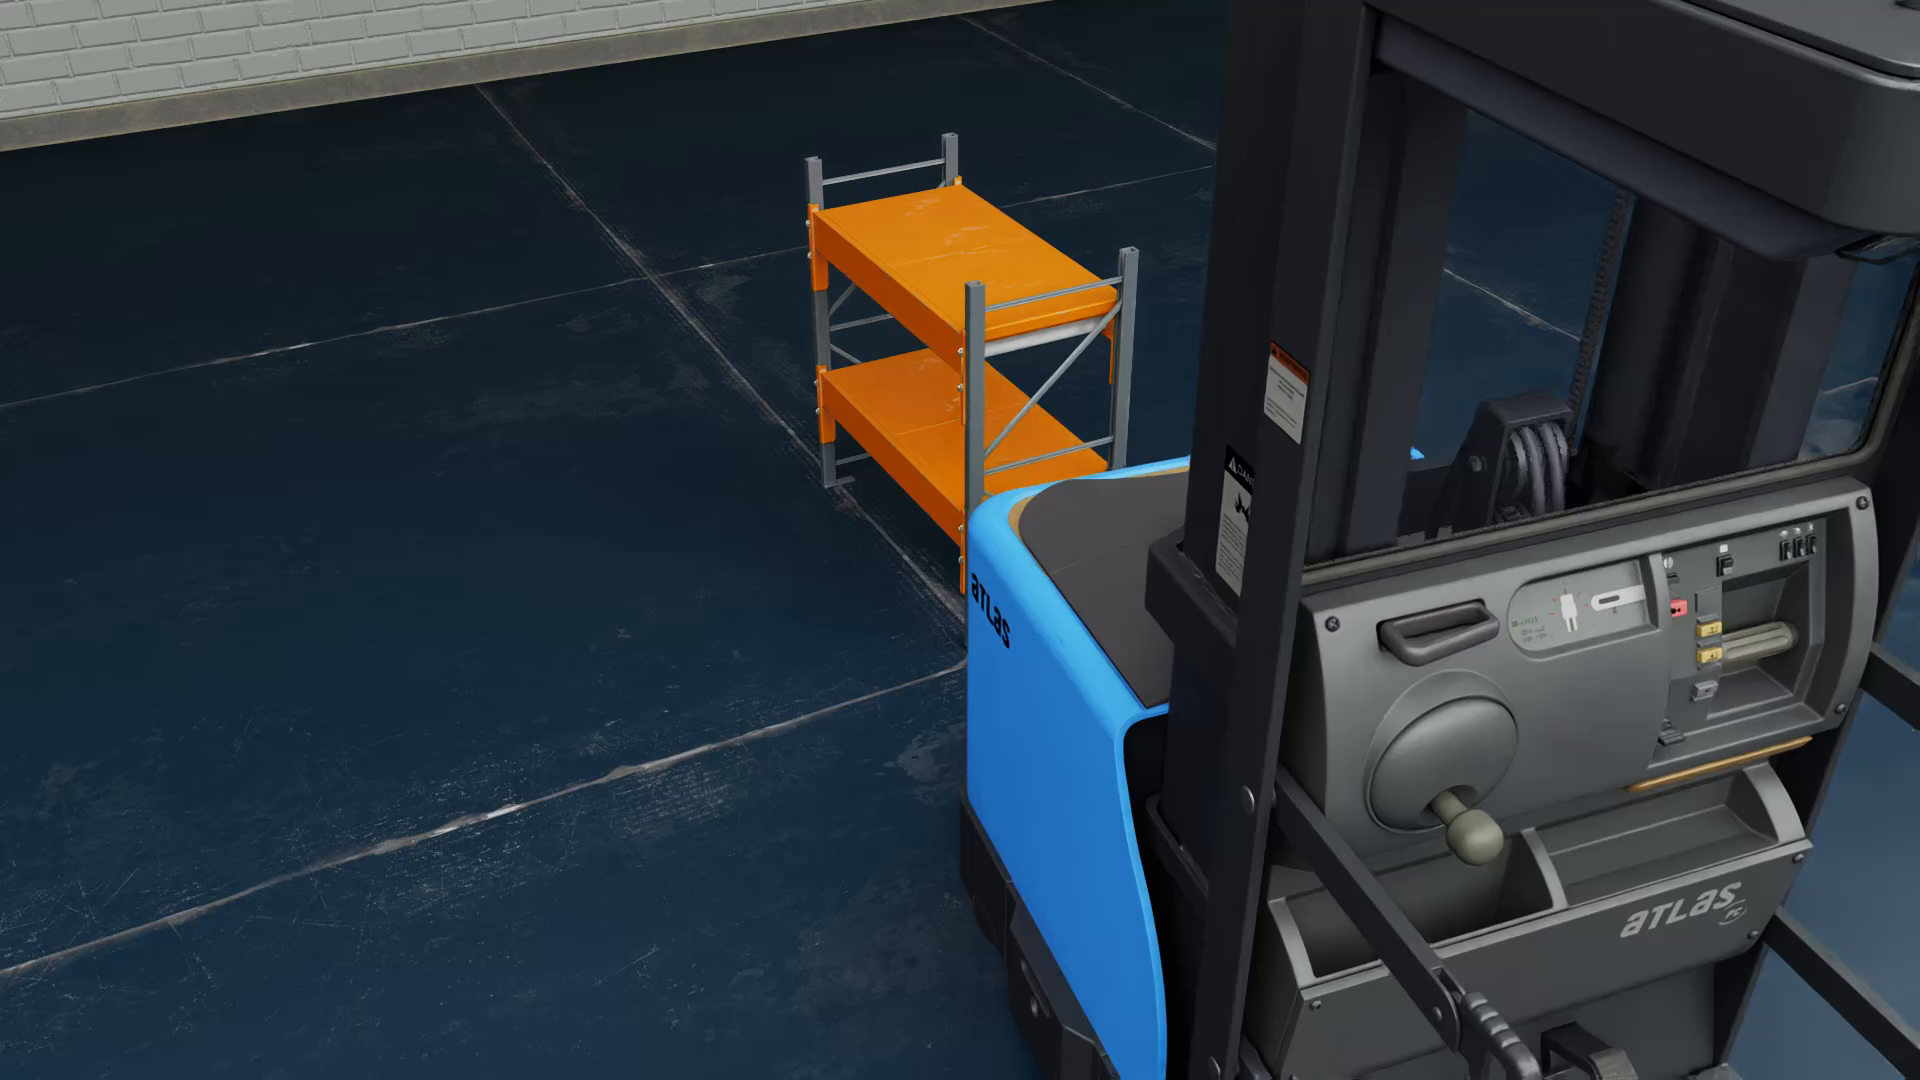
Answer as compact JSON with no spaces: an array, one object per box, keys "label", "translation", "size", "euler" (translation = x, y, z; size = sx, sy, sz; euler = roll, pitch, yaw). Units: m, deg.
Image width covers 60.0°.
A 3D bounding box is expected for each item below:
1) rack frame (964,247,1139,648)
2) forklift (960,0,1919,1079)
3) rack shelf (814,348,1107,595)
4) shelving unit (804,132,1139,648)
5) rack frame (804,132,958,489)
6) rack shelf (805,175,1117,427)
[{"label":"rack frame","translation":[0.240,-0.228,4.563],"size":[0.500,1.125,0.032],"euler":[-16,36,-23]},{"label":"forklift","translation":[0.982,0.236,2.164],"size":[1.130,2.935,3.031],"euler":[-11,34,-17]},{"label":"rack shelf","translation":[0.003,-0.265,5.073],"size":[0.538,0.278,1.000],"euler":[-16,36,-23]},{"label":"shelving unit","translation":[0.003,-0.470,4.942],"size":[0.538,1.125,1.048],"euler":[-16,36,-23]},{"label":"rack frame","translation":[-0.234,-0.713,5.320],"size":[0.500,1.125,0.032],"euler":[-16,36,-23]},{"label":"rack shelf","translation":[0.003,-0.717,4.784],"size":[0.538,0.278,1.000],"euler":[-16,36,-23]}]
